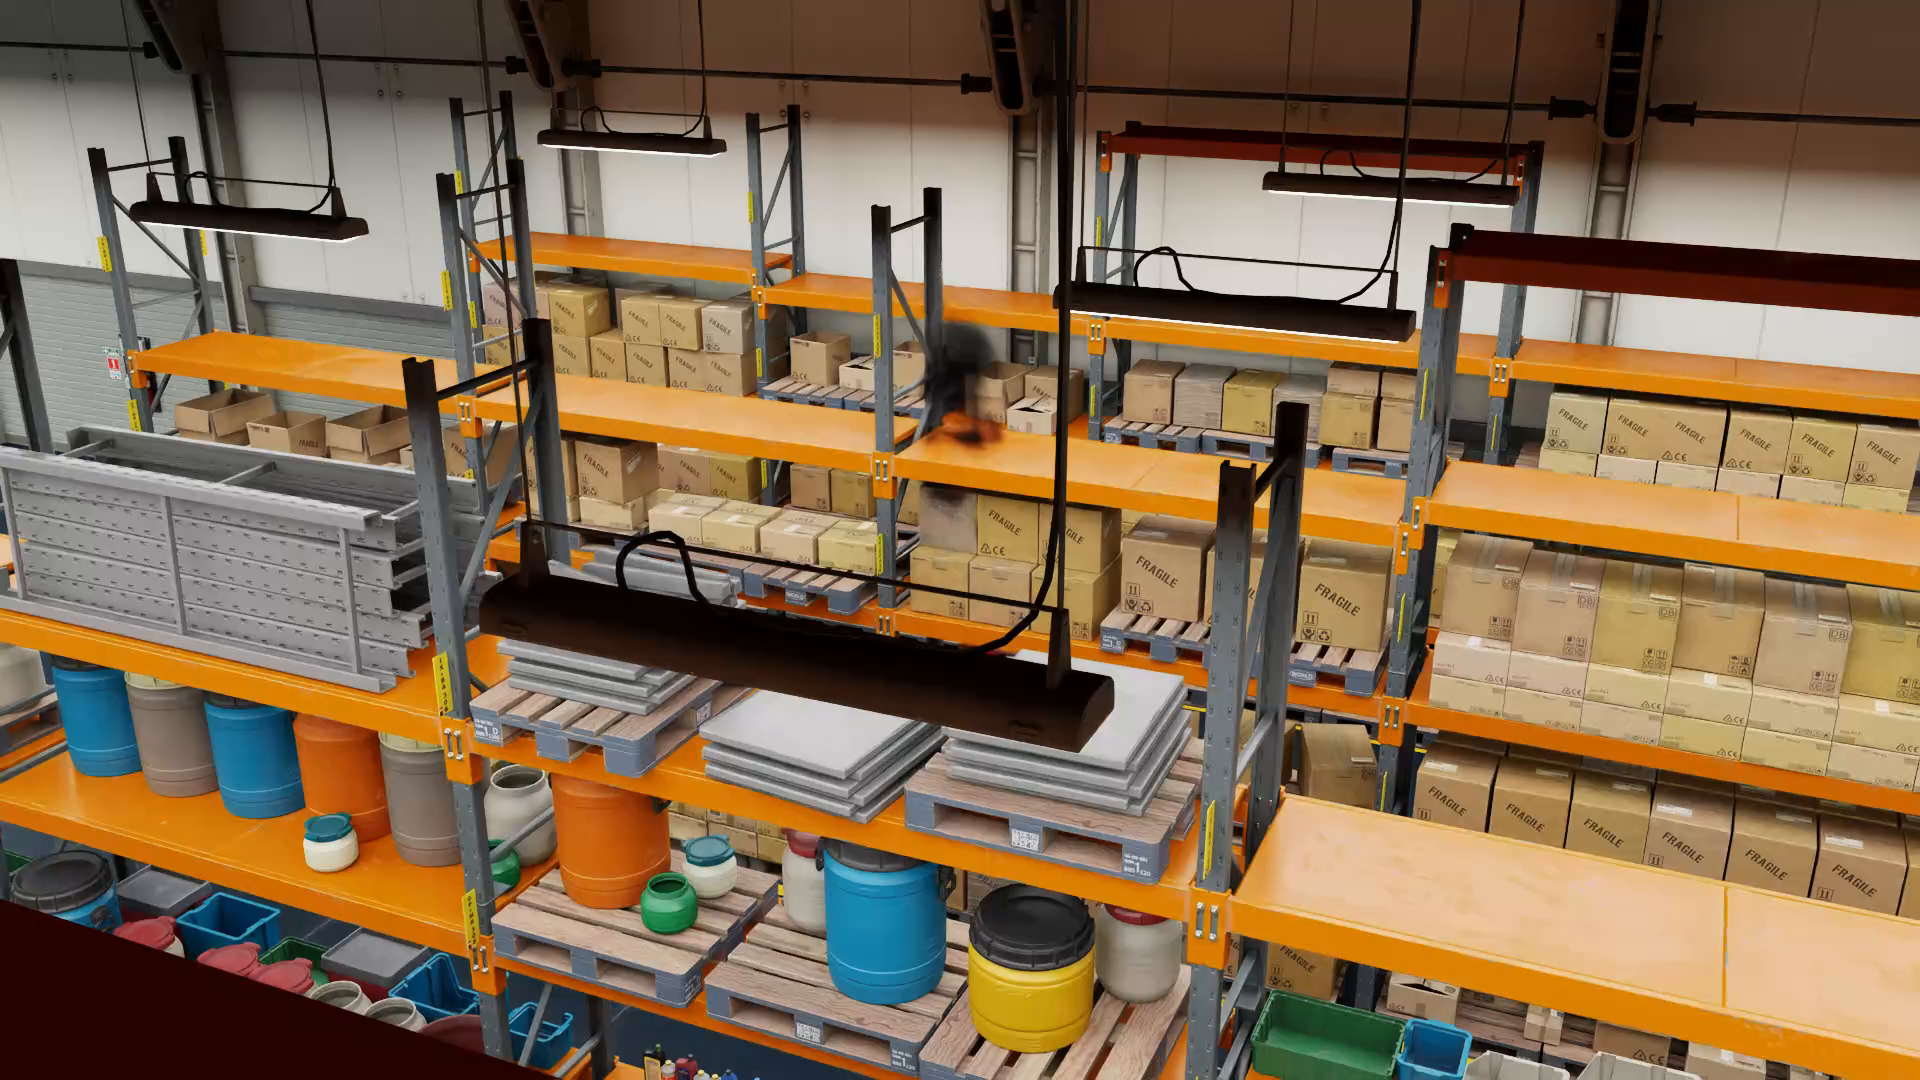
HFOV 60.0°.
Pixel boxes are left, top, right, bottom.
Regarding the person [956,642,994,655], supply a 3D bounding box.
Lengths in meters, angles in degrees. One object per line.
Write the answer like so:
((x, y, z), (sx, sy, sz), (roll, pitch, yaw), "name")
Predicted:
((0.101, 1.617, 16.016), (0.645, 1.700, 0.653), (9, 22, 23), "person")
